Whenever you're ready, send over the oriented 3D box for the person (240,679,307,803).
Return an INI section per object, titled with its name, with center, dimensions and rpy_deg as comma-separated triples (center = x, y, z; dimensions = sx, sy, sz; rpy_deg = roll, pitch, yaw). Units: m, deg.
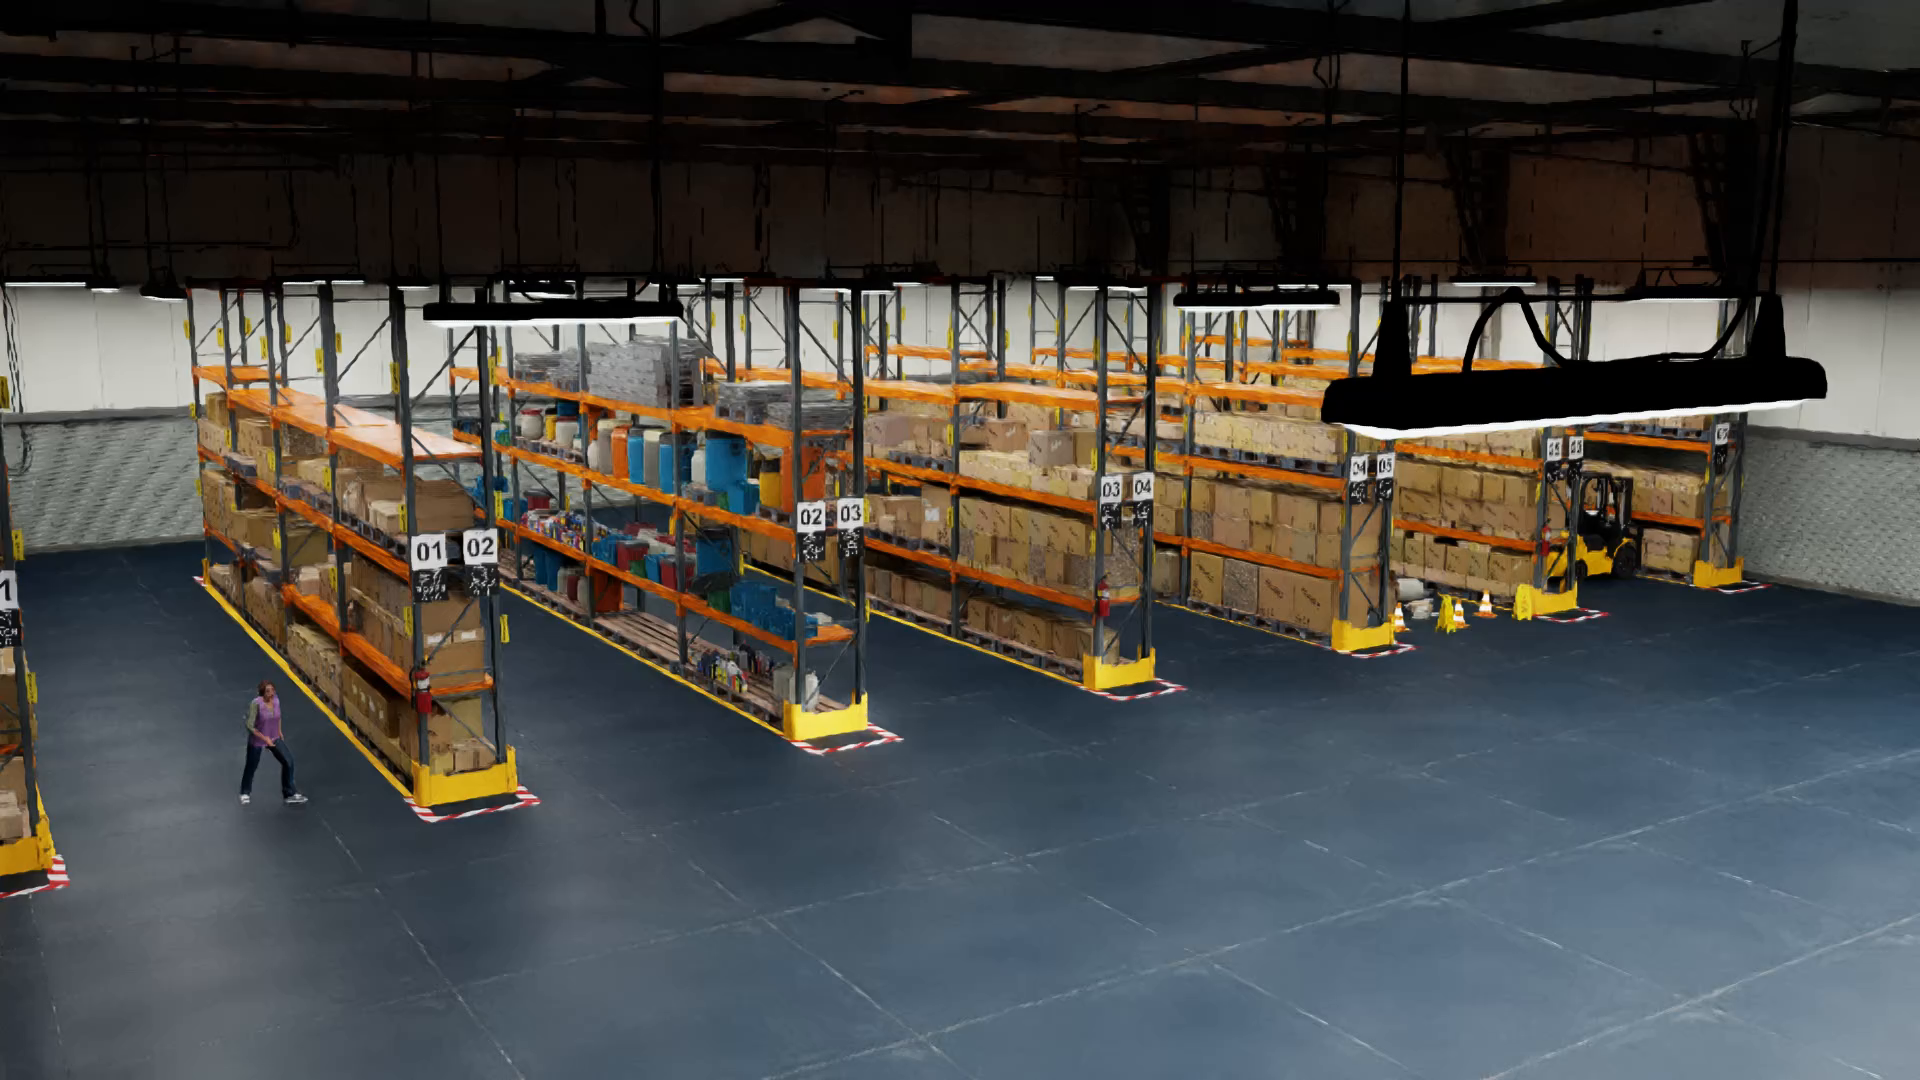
[person]
center = -8.116, 2.339, 19.440
dimensions = 0.780, 1.528, 0.568
rpy_deg = 8, 12, 38
